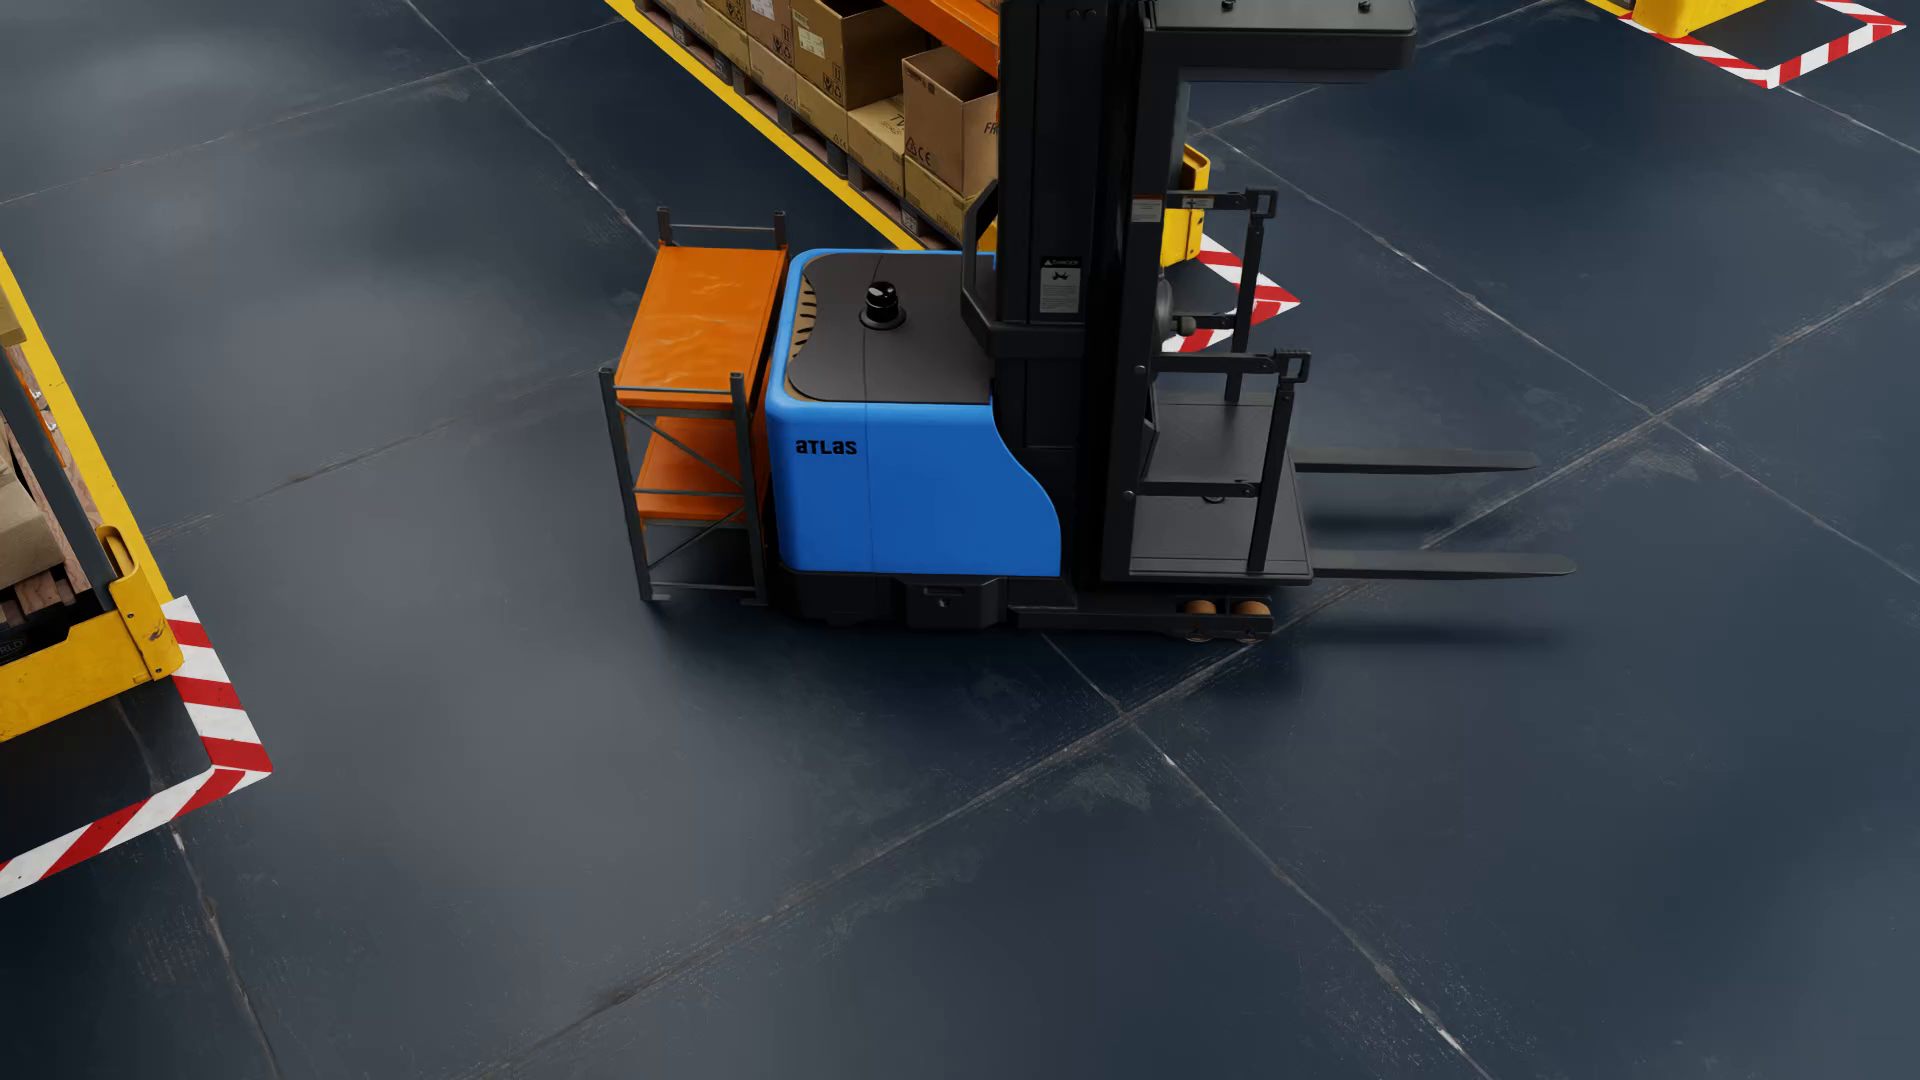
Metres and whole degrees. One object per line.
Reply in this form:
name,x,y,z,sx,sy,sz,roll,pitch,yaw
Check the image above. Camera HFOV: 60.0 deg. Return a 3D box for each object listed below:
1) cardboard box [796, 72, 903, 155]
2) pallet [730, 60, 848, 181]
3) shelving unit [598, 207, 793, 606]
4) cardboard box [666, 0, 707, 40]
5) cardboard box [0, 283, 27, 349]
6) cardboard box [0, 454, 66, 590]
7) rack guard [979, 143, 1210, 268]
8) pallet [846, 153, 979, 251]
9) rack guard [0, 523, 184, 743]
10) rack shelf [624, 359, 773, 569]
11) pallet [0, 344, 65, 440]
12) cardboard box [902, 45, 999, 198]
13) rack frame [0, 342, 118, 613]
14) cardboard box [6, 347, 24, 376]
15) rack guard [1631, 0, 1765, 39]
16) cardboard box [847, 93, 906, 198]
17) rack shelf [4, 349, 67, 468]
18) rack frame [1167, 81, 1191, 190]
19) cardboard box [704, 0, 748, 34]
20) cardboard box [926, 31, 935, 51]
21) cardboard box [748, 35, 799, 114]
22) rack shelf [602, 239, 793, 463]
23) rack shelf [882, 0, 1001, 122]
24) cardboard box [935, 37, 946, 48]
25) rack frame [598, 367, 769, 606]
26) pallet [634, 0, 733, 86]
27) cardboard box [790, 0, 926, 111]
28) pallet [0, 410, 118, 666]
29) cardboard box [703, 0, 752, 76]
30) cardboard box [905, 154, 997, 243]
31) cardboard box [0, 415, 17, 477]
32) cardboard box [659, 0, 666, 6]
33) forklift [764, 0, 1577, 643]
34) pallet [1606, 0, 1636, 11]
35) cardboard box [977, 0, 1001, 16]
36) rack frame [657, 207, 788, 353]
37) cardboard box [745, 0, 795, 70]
cardboard box,-0.508,-2.297,8.671,0.500,0.250,0.500,-26,49,-24
pallet,-0.541,-2.490,9.205,1.003,0.211,1.213,-26,49,-24
shelving unit,-0.963,-0.521,6.481,0.538,1.125,1.048,3,44,3
cardboard box,-1.365,-3.147,9.561,0.500,0.250,0.500,-26,49,-24
cardboard box,-3.455,-0.787,5.496,0.500,0.250,0.500,-27,50,-26
cardboard box,-3.758,-0.046,6.255,0.500,0.311,0.500,-31,52,-29
rack guard,0.639,-1.474,7.932,1.175,0.500,0.348,-26,49,-24
pallet,0.153,-1.799,8.482,1.003,0.211,1.213,-26,49,-24
rack guard,-3.479,0.429,5.939,1.175,0.500,0.348,-26,49,-24
rack shelf,-0.963,-0.344,6.650,0.538,0.278,1.000,3,44,3
pallet,-4.609,-0.631,7.258,1.003,0.211,1.213,-26,49,-24
cardboard box,0.074,-2.006,7.823,0.500,0.500,0.500,-26,49,-24
rack frame,-3.436,-0.432,5.031,1.000,3.000,0.127,-26,49,-24
cardboard box,-4.463,-0.873,6.984,0.700,0.500,0.500,-29,51,-27
rack guard,4.608,-3.466,10.019,1.175,0.500,0.348,-26,49,-24
cardboard box,-0.220,-2.014,8.375,0.500,0.250,0.500,-26,49,-24
rack shelf,-4.580,-1.305,6.466,1.077,0.370,4.000,-26,49,-24
rack frame,0.625,-2.391,7.083,1.000,3.000,0.127,-26,49,-24
cardboard box,-1.083,-3.133,9.003,0.500,0.500,0.500,-26,49,-24
cardboard box,-0.084,-2.772,8.626,0.500,0.500,0.500,-26,49,-24
cardboard box,-0.792,-2.581,8.968,0.500,0.250,0.500,-26,49,-24
rack shelf,-0.963,-0.732,6.279,0.538,0.278,1.000,3,44,3
rack shelf,-0.519,-3.264,8.518,1.077,0.370,4.000,-26,49,-24
cardboard box,0.213,-2.494,8.334,0.500,0.500,0.500,-26,49,-24
rack frame,-0.997,-0.171,6.114,0.500,1.125,0.032,3,44,3
pallet,-1.243,-3.181,9.929,1.003,0.211,1.213,-26,49,-24
cardboard box,-0.510,-2.567,8.410,0.500,0.500,0.500,-26,49,-24
pallet,-3.915,0.059,6.535,1.003,0.211,1.213,-26,49,-24
cardboard box,-1.083,-2.861,9.262,0.500,0.250,0.500,-26,49,-24
cardboard box,0.076,-1.736,8.083,0.500,0.250,0.500,-26,49,-24
cardboard box,-4.084,-0.369,6.593,0.500,0.311,0.500,-22,48,-21
cardboard box,-1.647,-3.432,9.860,0.500,0.250,0.500,-26,49,-24
forklift,0.837,-1.043,5.720,3.031,2.935,1.130,1,44,1
pallet,4.147,-3.824,10.603,1.003,0.211,1.213,-26,49,-24
cardboard box,0.368,-2.697,7.330,0.700,0.500,0.500,-26,49,-24
rack frame,-0.929,-0.871,6.848,0.500,1.125,0.032,3,44,3
cardboard box,-0.795,-2.850,8.708,0.500,0.500,0.500,-26,49,-24
